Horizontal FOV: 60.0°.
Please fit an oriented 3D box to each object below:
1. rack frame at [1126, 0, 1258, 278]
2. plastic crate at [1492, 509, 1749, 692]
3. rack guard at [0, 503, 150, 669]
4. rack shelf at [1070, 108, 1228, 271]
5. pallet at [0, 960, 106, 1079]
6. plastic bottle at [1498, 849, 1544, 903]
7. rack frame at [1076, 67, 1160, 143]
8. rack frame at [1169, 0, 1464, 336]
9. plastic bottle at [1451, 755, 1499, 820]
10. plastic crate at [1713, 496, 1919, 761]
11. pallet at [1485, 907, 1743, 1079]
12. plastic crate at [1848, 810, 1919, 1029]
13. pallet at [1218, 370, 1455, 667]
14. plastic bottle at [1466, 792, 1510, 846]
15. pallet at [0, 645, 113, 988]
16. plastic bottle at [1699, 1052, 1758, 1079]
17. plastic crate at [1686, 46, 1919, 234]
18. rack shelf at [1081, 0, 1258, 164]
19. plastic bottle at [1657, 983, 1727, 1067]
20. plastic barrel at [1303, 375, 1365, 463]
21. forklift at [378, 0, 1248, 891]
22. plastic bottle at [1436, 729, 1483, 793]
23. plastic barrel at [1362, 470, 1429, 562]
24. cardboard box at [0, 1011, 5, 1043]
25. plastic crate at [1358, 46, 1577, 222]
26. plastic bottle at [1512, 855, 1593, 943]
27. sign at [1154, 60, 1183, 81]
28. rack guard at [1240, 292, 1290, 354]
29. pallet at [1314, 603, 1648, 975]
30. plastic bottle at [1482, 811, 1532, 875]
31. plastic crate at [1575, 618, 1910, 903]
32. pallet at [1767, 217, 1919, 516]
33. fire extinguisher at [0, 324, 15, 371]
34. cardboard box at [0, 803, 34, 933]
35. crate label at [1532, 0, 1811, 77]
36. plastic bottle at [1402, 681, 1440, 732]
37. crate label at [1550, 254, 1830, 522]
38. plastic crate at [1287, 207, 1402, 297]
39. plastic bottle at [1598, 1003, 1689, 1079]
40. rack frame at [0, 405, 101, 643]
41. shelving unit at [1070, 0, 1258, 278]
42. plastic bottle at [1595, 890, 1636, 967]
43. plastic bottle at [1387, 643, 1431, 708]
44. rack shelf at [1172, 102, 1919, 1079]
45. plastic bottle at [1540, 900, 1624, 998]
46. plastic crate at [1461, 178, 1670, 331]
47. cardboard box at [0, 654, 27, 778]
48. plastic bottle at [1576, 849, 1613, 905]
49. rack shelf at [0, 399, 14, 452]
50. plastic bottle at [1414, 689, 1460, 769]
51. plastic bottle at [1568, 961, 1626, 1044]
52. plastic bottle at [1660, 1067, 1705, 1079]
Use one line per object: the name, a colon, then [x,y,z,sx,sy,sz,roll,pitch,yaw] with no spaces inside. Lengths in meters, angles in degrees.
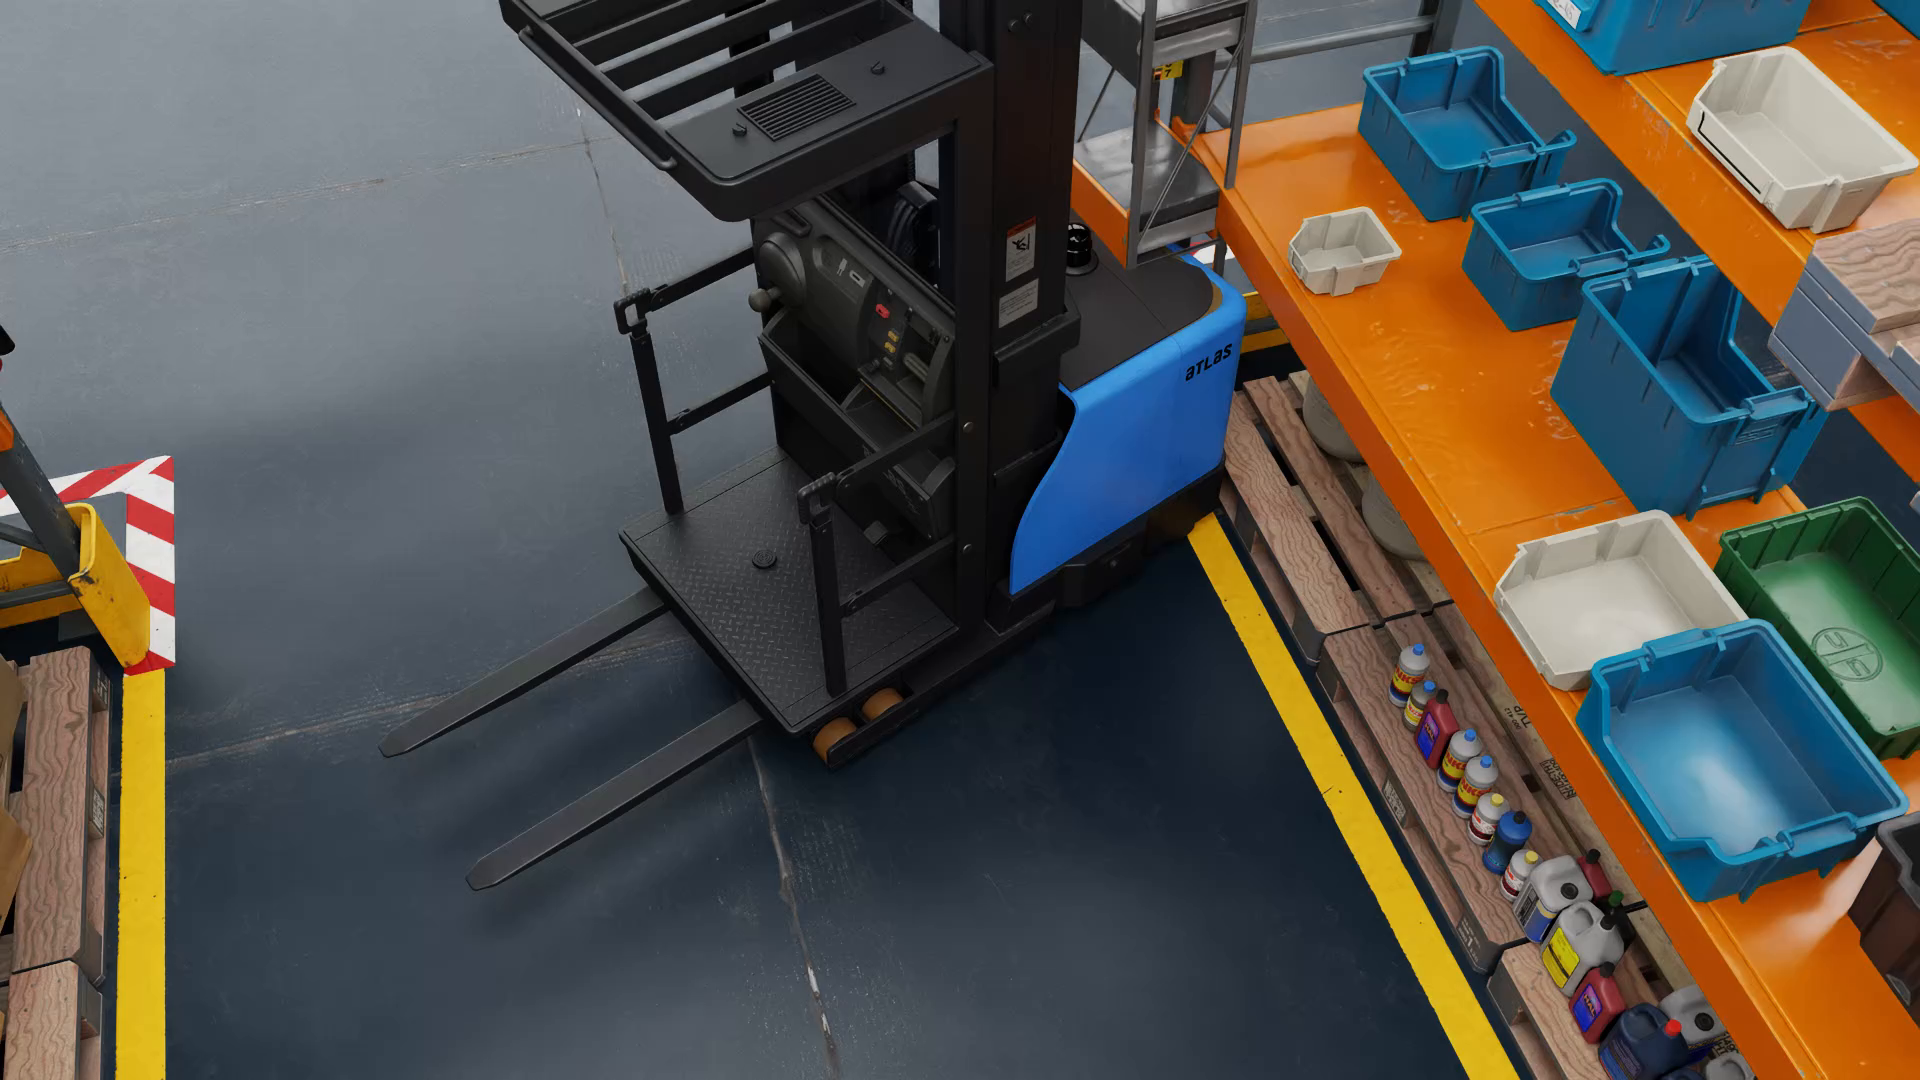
rack frame: [0.735,-0.965,5.638,0.400,2.100,0.015,-21,50,-18]
plastic crate: [1.691,0.176,4.312,0.530,0.136,0.437,-13,51,-11]
rack guard: [-3.479,0.279,5.688,1.175,0.500,0.348,-13,51,-11]
rack shelf: [0.625,-1.113,5.798,0.431,0.518,0.480,-21,50,-18]
pallet: [-2.915,1.863,4.541,1.003,0.211,1.213,-13,51,-11]
plastic bottle: [1.690,0.999,4.989,0.097,0.201,0.097,0,50,0]
rack frame: [0.514,-1.279,5.939,0.400,2.100,0.015,-21,50,-18]
rack frame: [1.230,-1.702,5.723,1.000,3.000,0.127,-13,51,-11]
plastic bottle: [1.600,0.754,5.149,0.097,0.271,0.097,0,50,0]
plastic crate: [2.282,0.232,4.231,0.450,0.188,0.662,-13,51,-11]
pallet: [2.255,1.618,4.748,1.003,0.211,1.213,-13,51,-11]
plastic crate: [2.380,0.828,3.630,0.767,0.338,0.504,-13,51,-11]
pallet: [1.533,-0.164,6.250,1.003,0.211,1.213,-13,51,-11]
plastic bottle: [1.629,0.849,5.115,0.097,0.201,0.097,0,50,0]
pallet: [-3.272,0.974,5.291,1.003,0.211,1.213,-13,51,-11]
plastic bottle: [2.085,1.494,4.474,0.144,0.351,0.185,-13,51,-11]
plastic crate: [1.552,-0.743,3.125,0.243,0.136,0.396,-13,51,-11]
rack shelf: [0.616,-1.593,5.289,0.431,0.518,0.480,-21,50,-18]
plastic bottle: [2.025,1.358,4.637,0.152,0.276,0.135,-13,51,-11]
plastic barrel: [1.498,-0.572,6.123,0.421,0.512,0.421,0,50,0]
forklift: [-0.494,-0.648,4.879,3.031,2.935,1.130,-31,56,-23]
plastic bottle: [1.570,0.681,5.211,0.097,0.271,0.097,0,50,0]
plastic barrel: [1.646,-0.206,5.814,0.421,0.512,0.421,0,50,0]
cardboard box: [-2.956,1.438,4.436,0.500,0.500,0.500,-9,50,-8]
plastic crate: [1.664,-1.356,5.529,0.499,0.251,0.616,-13,51,-11]
plastic bottle: [1.751,1.055,4.893,0.152,0.276,0.135,-12,51,-10]
sign: [0.704,-1.670,5.515,0.100,0.325,0.005,-13,51,-11]
rack guard: [1.298,-0.851,6.641,1.175,0.500,0.348,-13,51,-11]
pallet: [1.890,0.726,5.500,1.003,0.211,1.213,-13,51,-11]
plastic bottle: [1.660,0.902,5.025,0.097,0.271,0.097,0,50,0]
plastic crate: [1.827,0.520,3.947,0.499,0.251,0.616,-13,51,-11]
pallet: [2.107,-0.191,2.611,1.213,0.211,1.003,-13,51,-11]
fire extinguisher: [-3.095,-0.745,4.967,0.296,0.674,0.183,-13,51,-11]
cardboard box: [-3.123,0.977,4.825,0.500,0.500,0.500,-2,50,-1]
crate label: [1.468,-1.179,3.417,0.502,0.251,0.408,-13,51,-11]
plastic bottle: [1.500,0.528,5.385,0.097,0.201,0.097,0,50,0]
crate label: [2.033,-0.430,4.628,0.502,0.435,0.616,-13,51,-11]
plastic crate: [1.188,-0.891,5.211,0.298,0.136,0.250,-13,51,-11]
plastic bottle: [1.891,1.386,4.564,0.144,0.351,0.185,-16,52,-13]
rack frame: [-3.501,-0.582,4.779,1.000,3.000,0.127,-13,51,-11]
shelving unit: [0.625,-1.122,5.789,0.431,2.100,0.503,-21,50,-18]
plastic bottle: [1.886,1.130,4.824,0.061,0.283,0.133,-13,51,-11]
plastic bottle: [1.469,0.430,5.422,0.097,0.271,0.097,0,50,0]
rack shelf: [1.822,-0.009,4.767,1.077,0.370,4.000,-13,51,-11]
plastic bottle: [1.795,1.150,4.763,0.144,0.351,0.185,-14,51,-11]
plastic crate: [1.851,-0.881,5.128,0.499,0.251,0.408,-13,51,-11]
cardboard box: [-3.332,0.548,5.186,0.500,0.500,0.500,-5,50,-4]
plastic bottle: [1.853,1.028,4.910,0.061,0.283,0.133,-13,51,-11]
rack shelf: [-2.910,1.110,3.822,1.077,0.370,4.000,-13,51,-11]
plastic bottle: [1.518,0.596,5.275,0.061,0.283,0.133,-13,51,-10]
plastic bottle: [1.803,1.298,4.683,0.061,0.283,0.133,-10,51,-9]
plastic bottle: [1.948,1.526,4.446,0.144,0.351,0.185,-15,51,-12]
